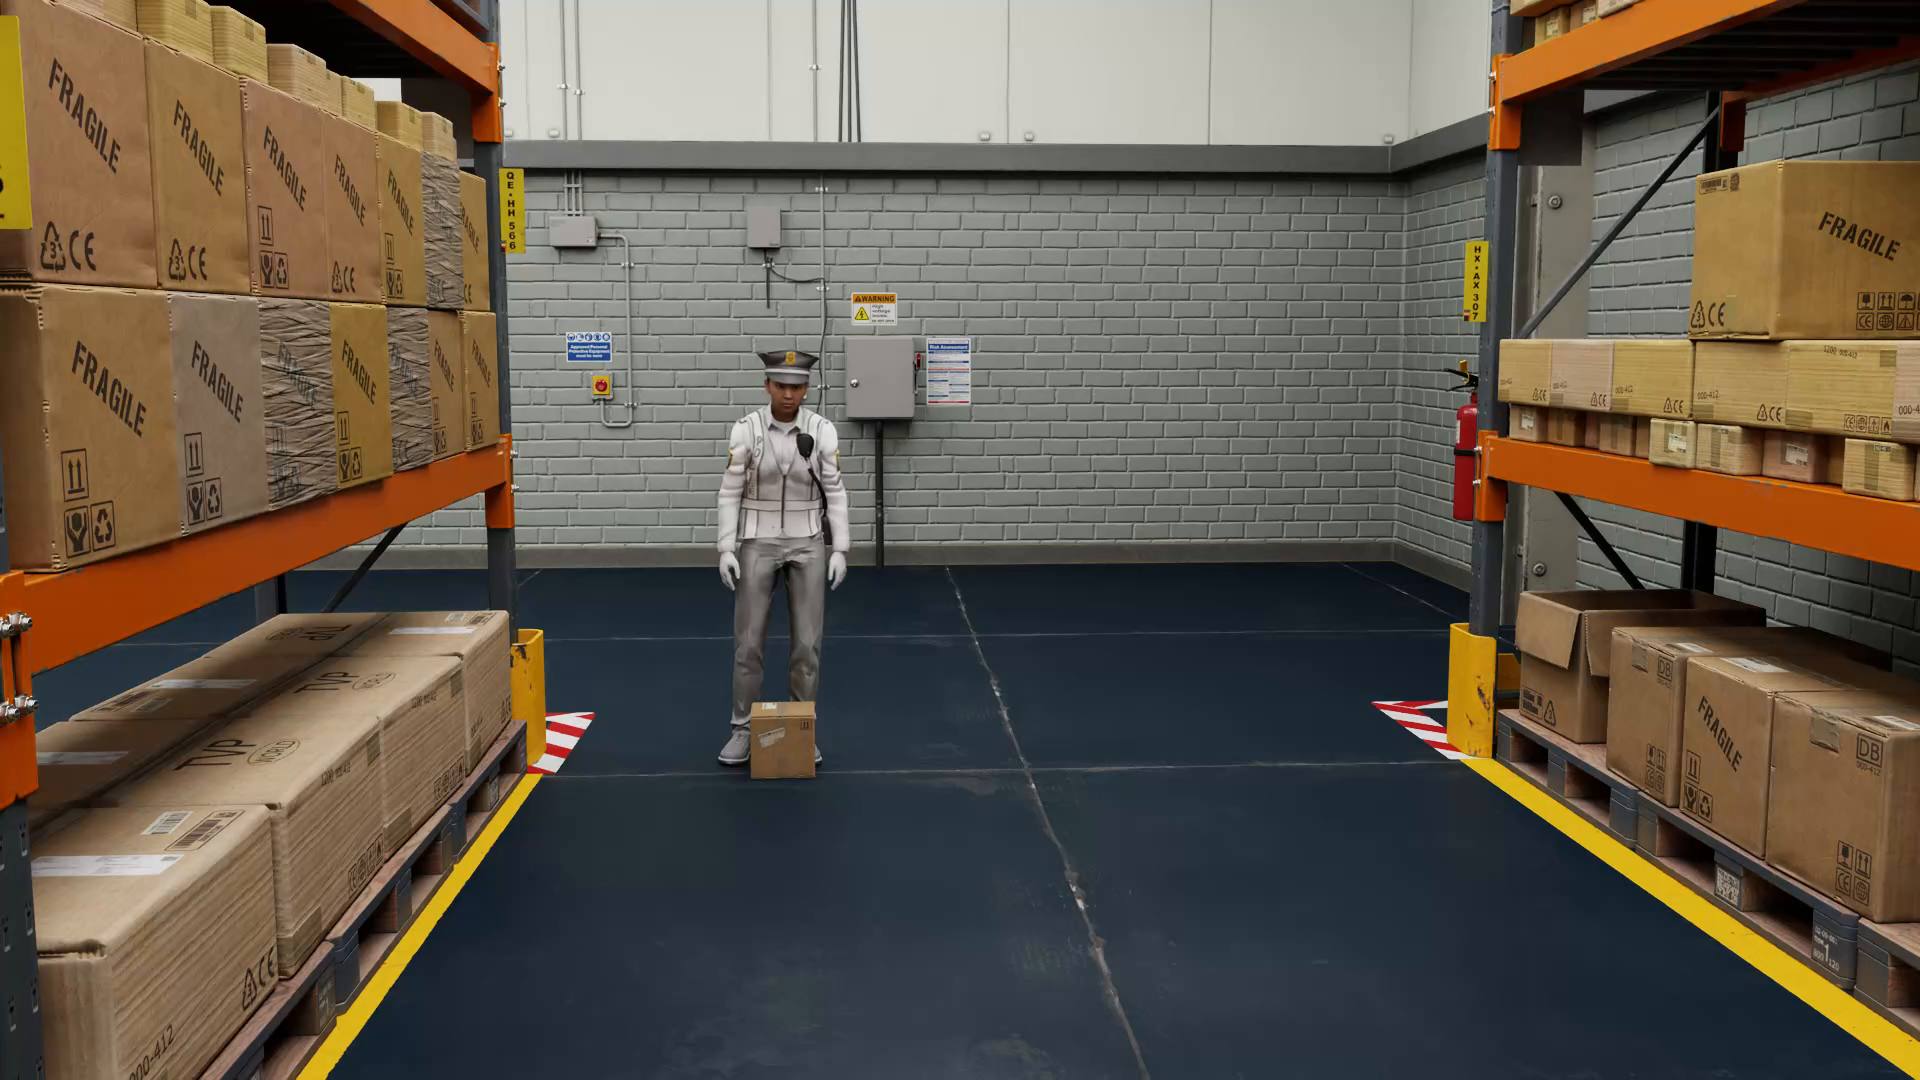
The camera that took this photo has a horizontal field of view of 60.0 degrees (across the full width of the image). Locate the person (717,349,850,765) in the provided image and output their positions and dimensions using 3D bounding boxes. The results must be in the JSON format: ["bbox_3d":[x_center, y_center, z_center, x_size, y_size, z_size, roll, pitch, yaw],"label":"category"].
[{"bbox_3d":[-0.715,0.063,6.722,0.544,1.663,0.415,-1,7,-7],"label":"person"}]
